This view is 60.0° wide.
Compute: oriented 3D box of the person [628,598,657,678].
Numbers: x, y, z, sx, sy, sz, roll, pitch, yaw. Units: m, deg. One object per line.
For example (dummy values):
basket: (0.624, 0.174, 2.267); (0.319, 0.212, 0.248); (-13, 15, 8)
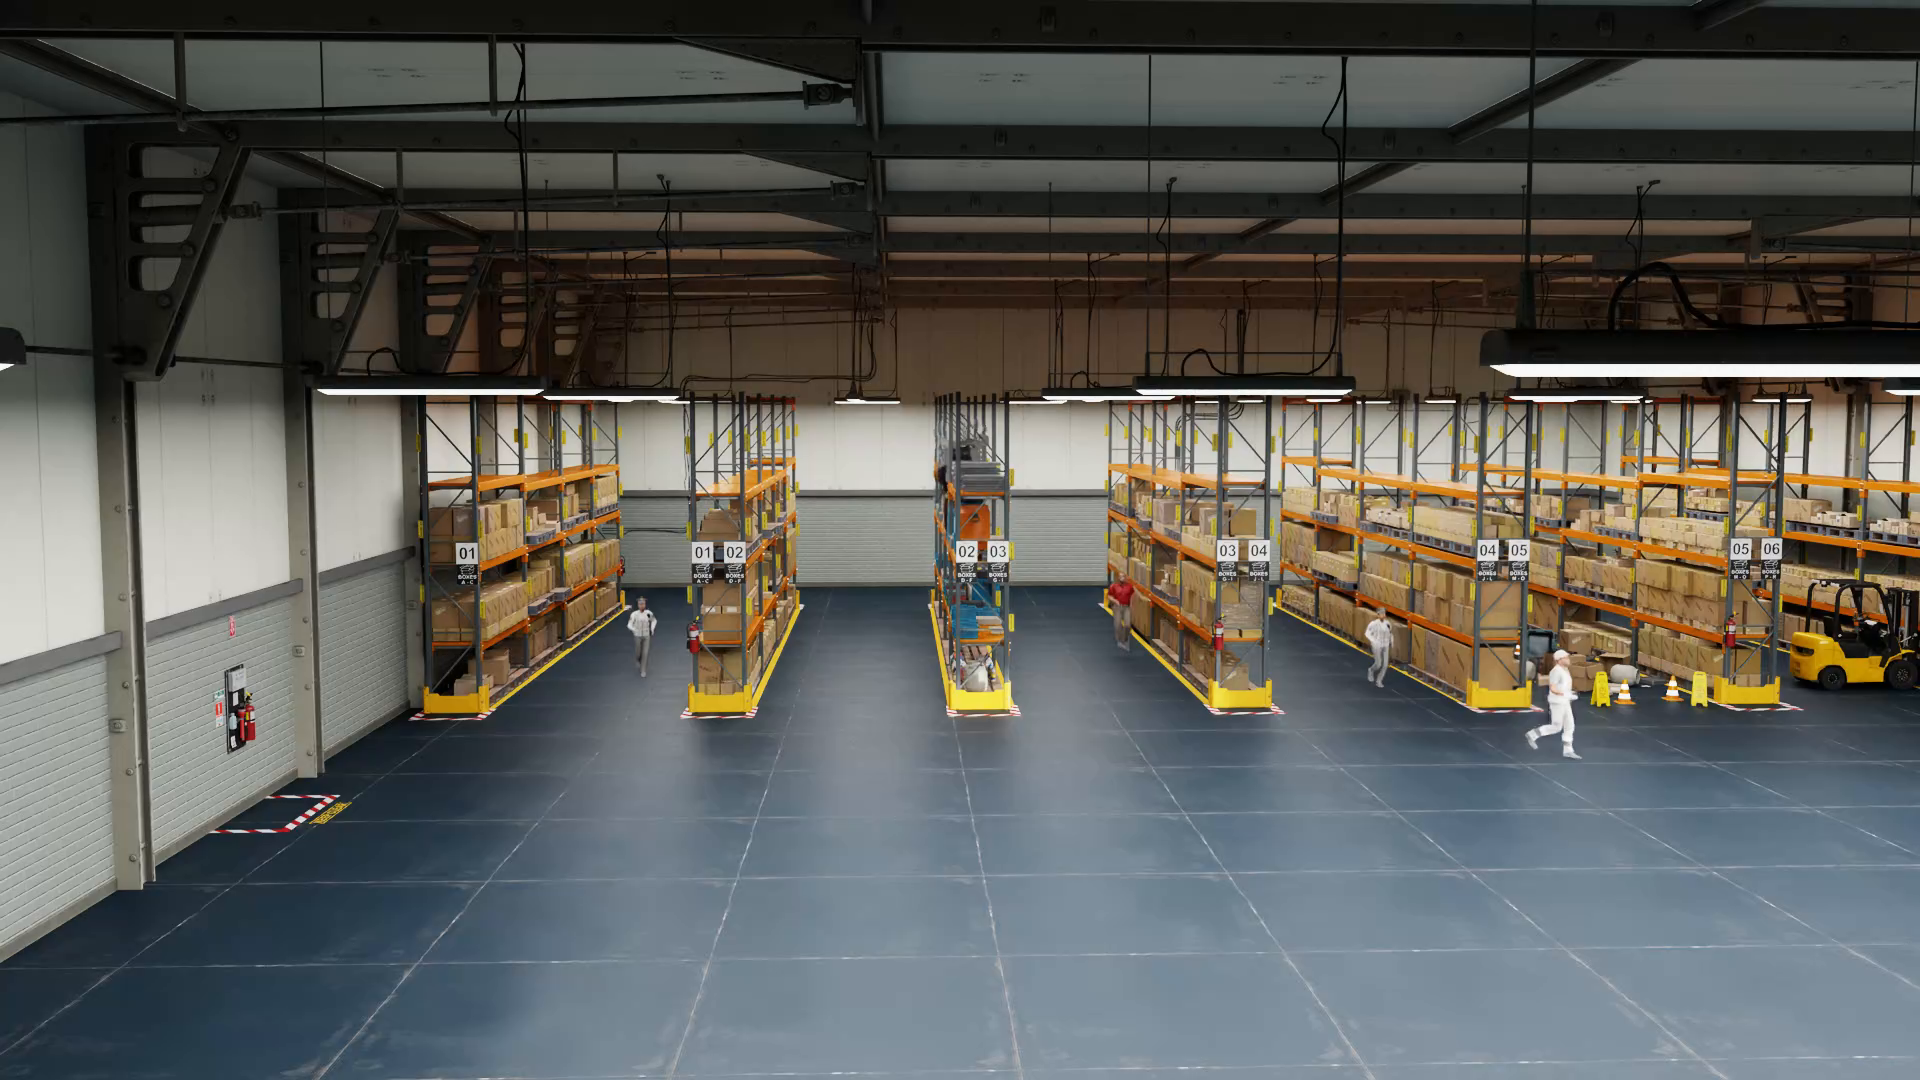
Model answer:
person: (-6.733, 2.048, 35.288); (0.618, 1.669, 0.890); (-1, 5, -15)

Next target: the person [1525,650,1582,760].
person: (9.745, 2.671, 27.187); (0.886, 1.781, 0.664); (3, 6, 35)

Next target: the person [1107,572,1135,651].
person: (3.641, 1.617, 37.384); (0.657, 1.784, 0.638); (0, 5, -2)

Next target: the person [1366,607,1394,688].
person: (8.583, 2.176, 33.974); (0.602, 1.652, 0.543); (-1, 5, -13)
